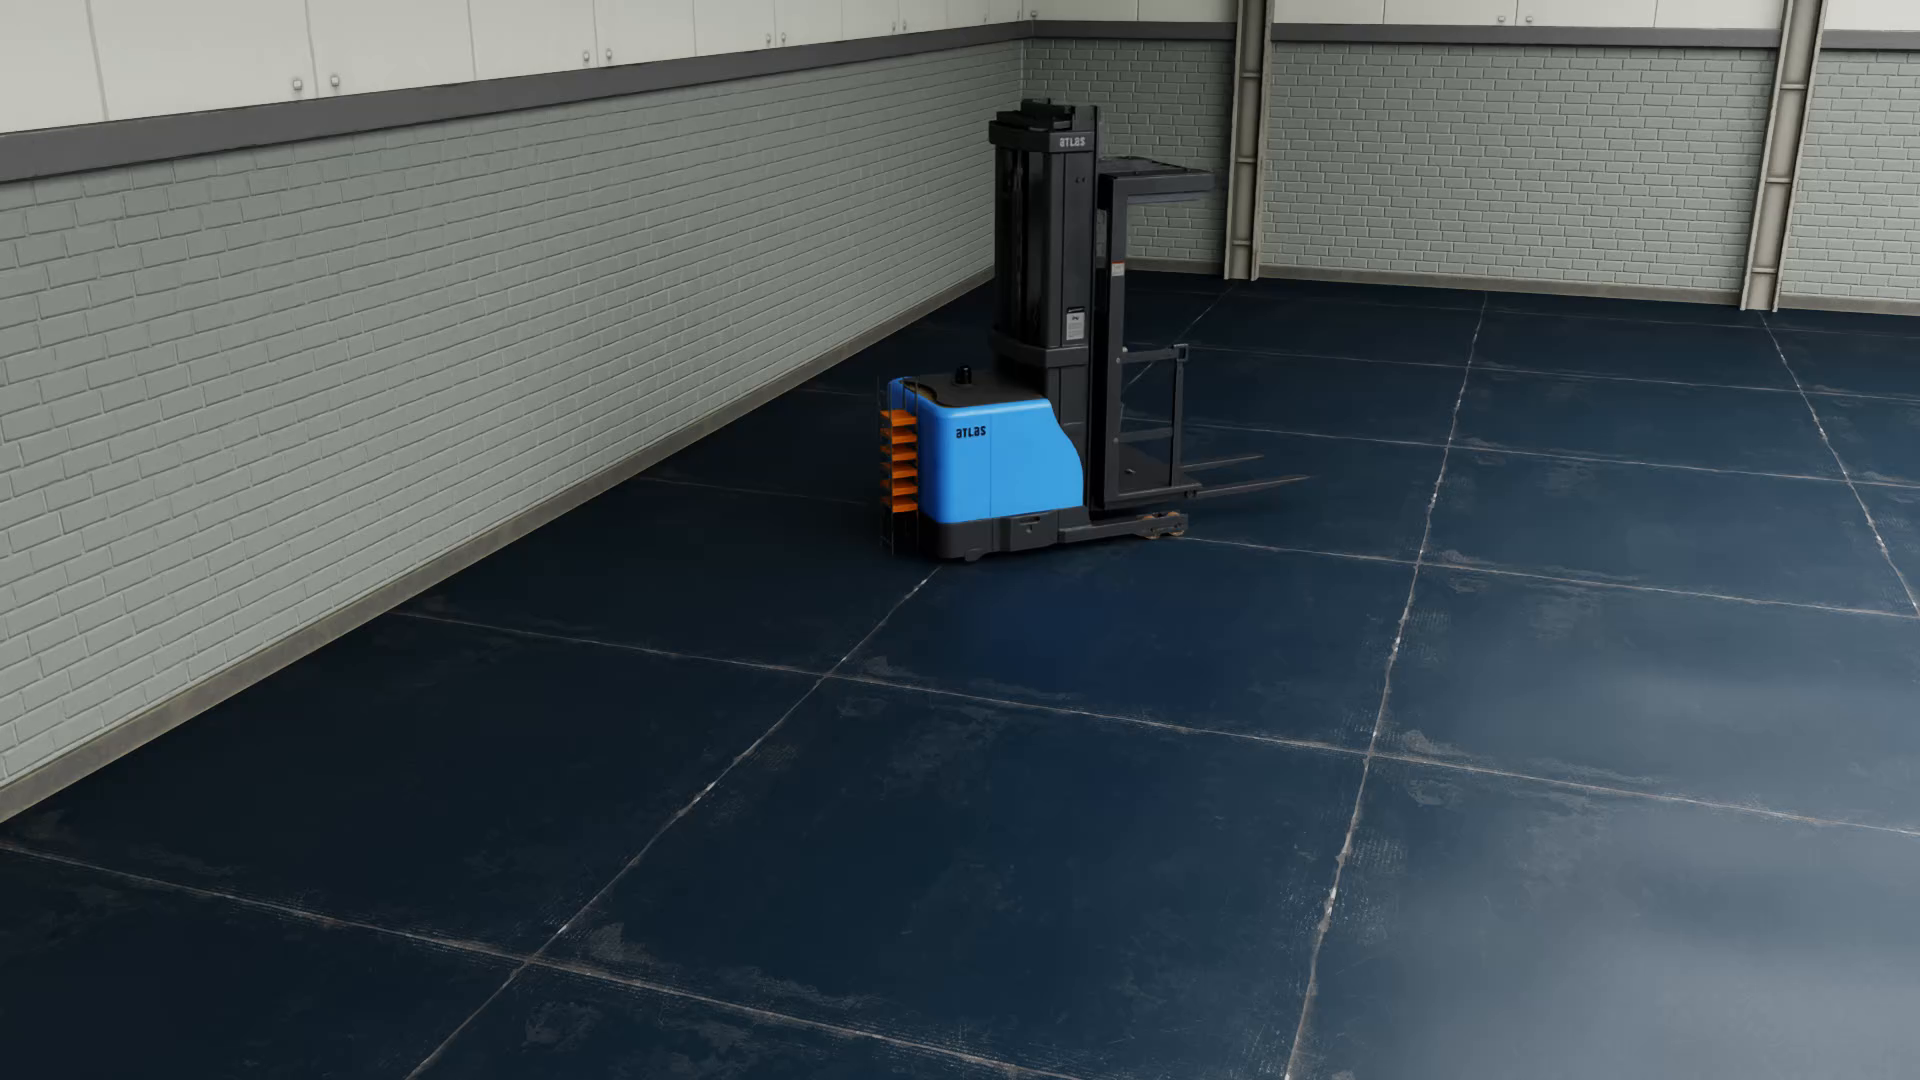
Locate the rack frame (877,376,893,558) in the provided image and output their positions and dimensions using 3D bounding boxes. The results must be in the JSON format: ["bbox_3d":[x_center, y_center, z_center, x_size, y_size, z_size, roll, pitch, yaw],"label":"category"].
[{"bbox_3d":[-0.500,-0.484,11.141,0.006,1.200,0.240,-8,21,-22],"label":"rack frame"}]

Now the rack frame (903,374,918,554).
[{"bbox_3d":[-0.332,-0.508,11.210,0.006,1.200,0.240,-8,21,-22],"label":"rack frame"}]

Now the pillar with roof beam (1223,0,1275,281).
[{"bbox_3d":[2.162,-6.244,15.819,0.400,9.000,9.100,7,20,18],"label":"pillar with roof beam"}]

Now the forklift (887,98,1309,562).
[{"bbox_3d":[1.048,-1.538,11.534,3.031,2.935,1.130,-8,21,-22],"label":"forklift"}]

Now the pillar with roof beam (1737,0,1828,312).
[{"bbox_3d":[7.830,-5.596,13.959,0.400,9.000,9.100,7,20,18],"label":"pillar with roof beam"}]

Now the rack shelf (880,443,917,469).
[{"bbox_3d":[-0.416,-0.567,11.151,0.180,0.103,0.258,-8,21,-22],"label":"rack shelf"}]

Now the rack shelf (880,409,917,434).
[{"bbox_3d":[-0.416,-0.794,11.072,0.180,0.103,0.258,-8,21,-22],"label":"rack shelf"}]

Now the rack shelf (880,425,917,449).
[{"bbox_3d":[-0.416,-0.680,11.111,0.180,0.103,0.258,-8,21,-22],"label":"rack shelf"}]

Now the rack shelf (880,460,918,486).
[{"bbox_3d":[-0.416,-0.454,11.190,0.180,0.103,0.258,-8,21,-22],"label":"rack shelf"}]

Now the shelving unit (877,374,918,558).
[{"bbox_3d":[-0.416,-0.496,11.176,0.189,1.200,0.258,-8,21,-22],"label":"shelving unit"}]

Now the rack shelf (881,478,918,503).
[{"bbox_3d":[-0.416,-0.340,11.230,0.180,0.103,0.258,-8,21,-22],"label":"rack shelf"}]

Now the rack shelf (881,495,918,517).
[{"bbox_3d":[-0.416,-0.227,11.269,0.180,0.103,0.258,-8,21,-22],"label":"rack shelf"}]
